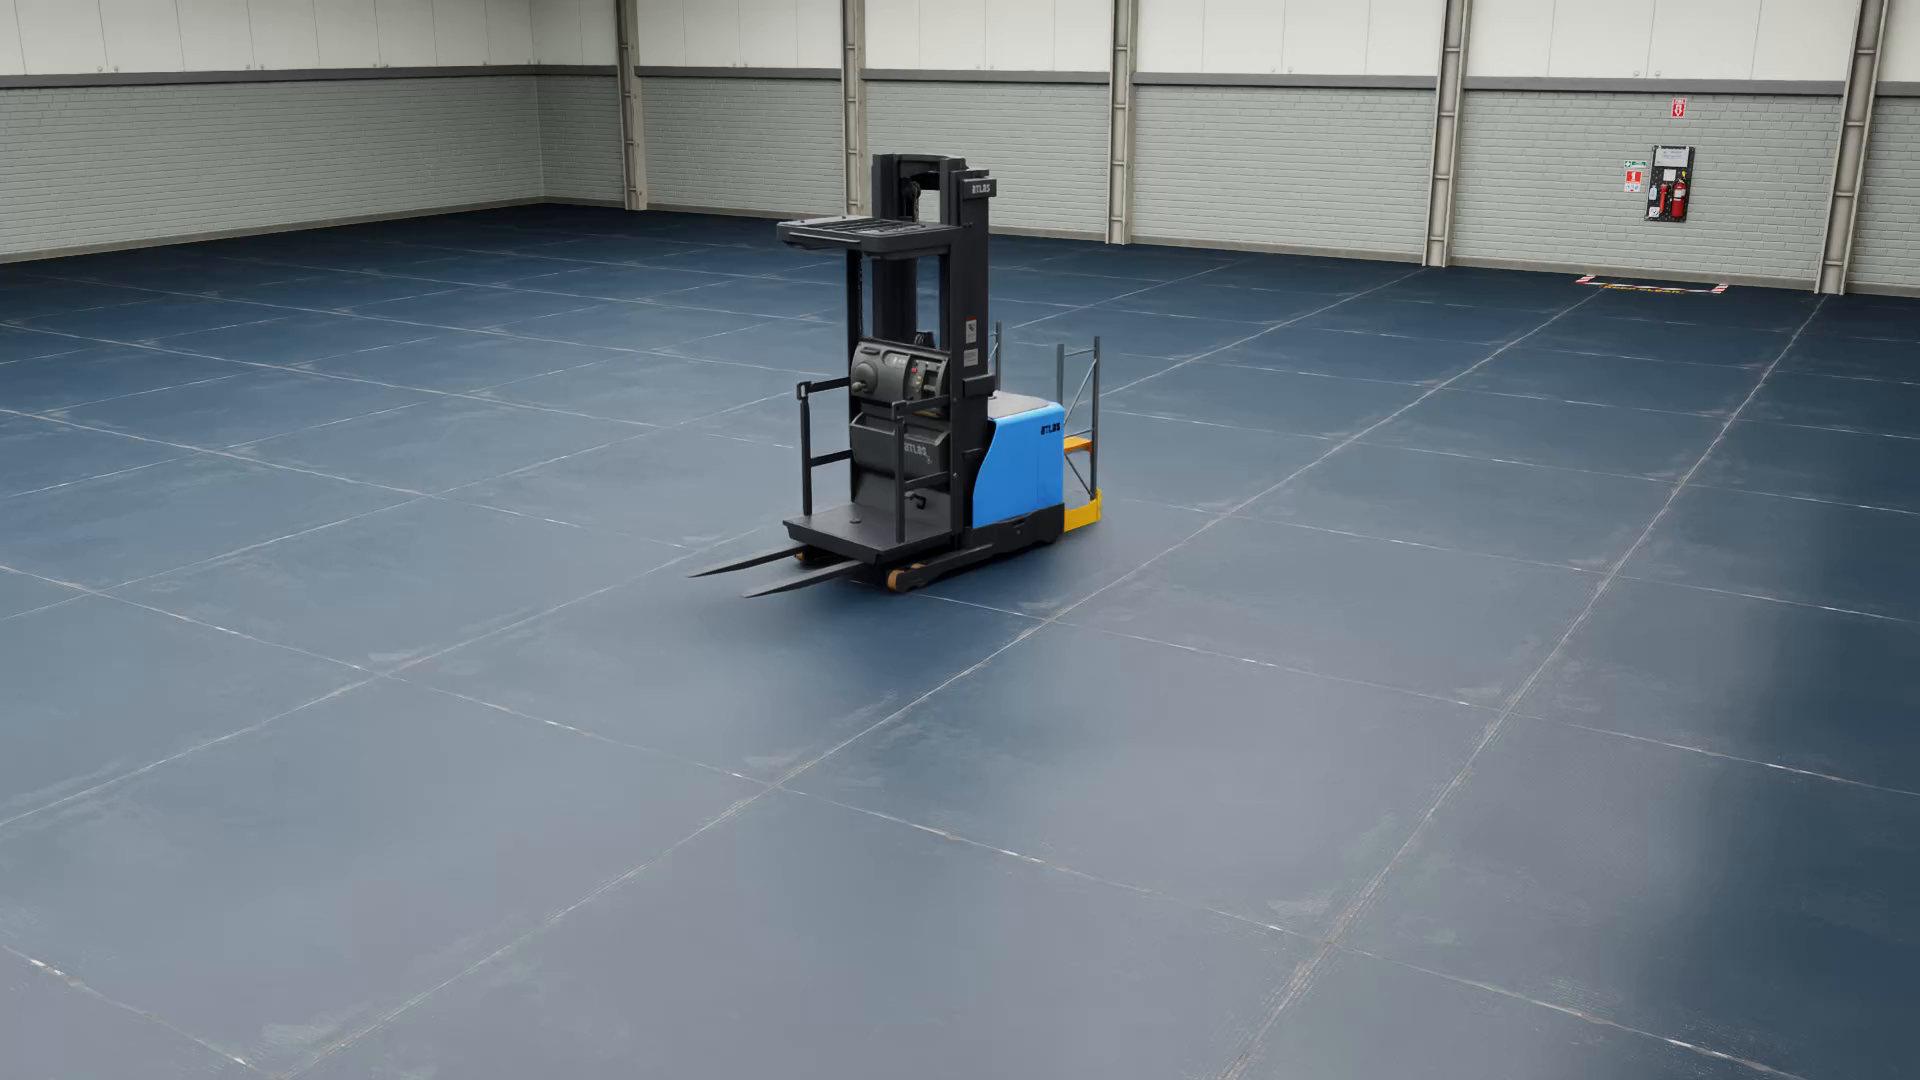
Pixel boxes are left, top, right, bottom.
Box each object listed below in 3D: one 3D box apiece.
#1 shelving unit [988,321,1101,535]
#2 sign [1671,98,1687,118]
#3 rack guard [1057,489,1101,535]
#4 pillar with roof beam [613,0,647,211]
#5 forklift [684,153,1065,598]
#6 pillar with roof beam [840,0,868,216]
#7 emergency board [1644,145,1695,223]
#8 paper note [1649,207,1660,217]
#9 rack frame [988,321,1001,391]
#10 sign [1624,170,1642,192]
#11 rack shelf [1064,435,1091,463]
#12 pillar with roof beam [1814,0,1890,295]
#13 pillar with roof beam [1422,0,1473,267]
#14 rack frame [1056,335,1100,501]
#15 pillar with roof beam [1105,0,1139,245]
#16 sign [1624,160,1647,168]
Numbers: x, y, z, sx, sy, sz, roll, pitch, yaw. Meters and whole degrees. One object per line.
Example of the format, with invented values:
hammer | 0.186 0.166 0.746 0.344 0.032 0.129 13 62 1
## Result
shelving unit | 0.546 -0.924 13.343 1.083 1.500 0.587 15 22 40
sign | 11.163 -6.713 25.830 0.199 0.298 0.001 10 20 30
rack guard | 0.916 -0.229 13.206 0.087 0.250 0.587 15 22 40
pillar with roof beam | -9.500 -10.647 32.449 0.400 9.000 9.100 10 20 30
forklift | -0.584 -1.197 11.780 1.130 2.935 3.031 16 23 42
pillar with roof beam | -4.387 -9.734 29.445 0.400 9.000 9.100 10 20 30
emergency board | 11.118 -5.577 26.082 0.643 1.169 0.194 10 20 30
paper note | 11.003 -5.200 26.355 0.142 0.148 0.016 10 20 30
rack frame | 0.161 -1.025 13.674 0.032 1.500 0.500 15 22 40
sign | 10.701 -5.704 26.438 0.234 0.329 0.001 10 20 30
rack shelf | 0.539 -0.754 13.401 1.000 0.185 0.538 15 22 40
pillar with roof beam | 10.951 -6.996 20.431 0.400 9.000 9.100 10 20 30
pillar with roof beam | 5.838 -7.909 23.436 0.400 9.000 9.100 10 20 30
rack frame | 0.917 -0.827 13.024 0.032 1.500 0.500 15 22 40
pillar with roof beam | 0.726 -8.822 26.440 0.400 9.000 9.100 10 20 30
sign | 10.700 -5.955 26.351 0.331 0.109 0.001 10 20 30
